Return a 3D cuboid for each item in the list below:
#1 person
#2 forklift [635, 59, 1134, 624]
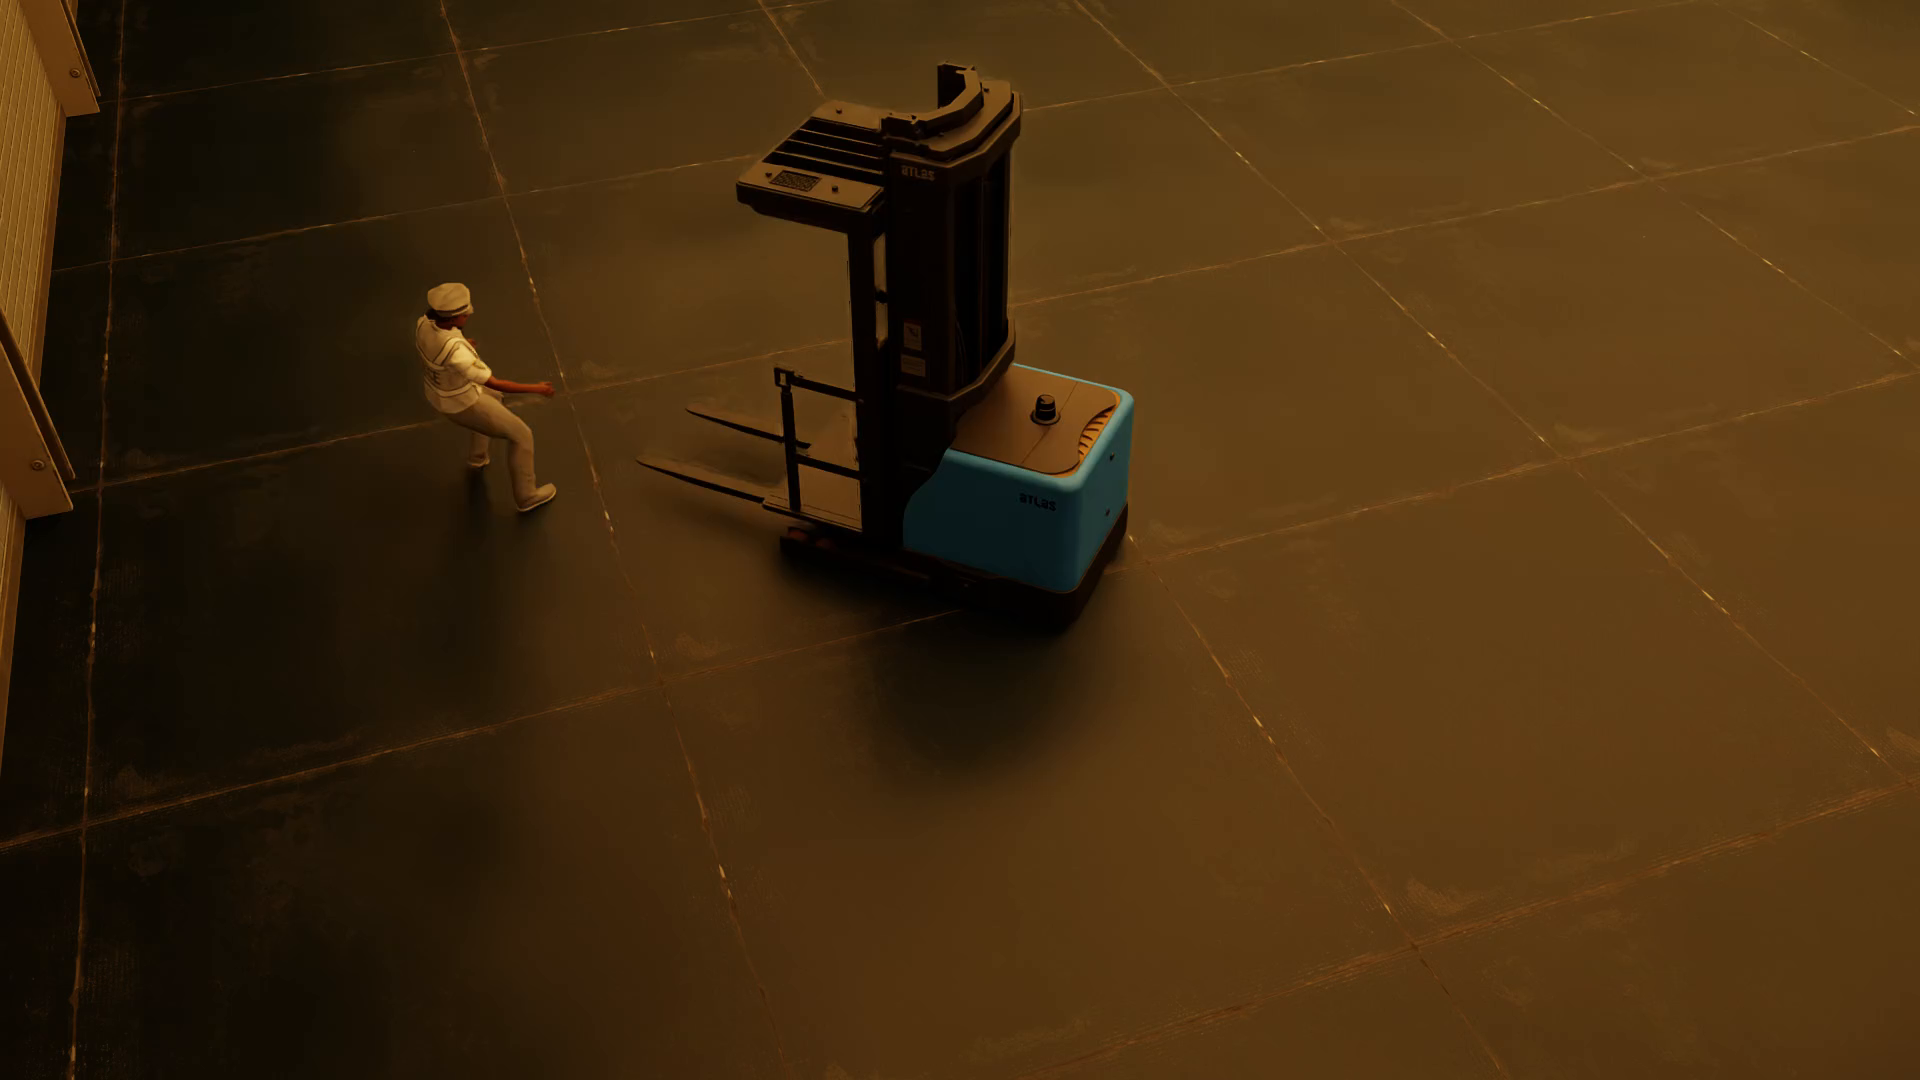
[{"bbox_3d":[-2.944,-0.951,10.235,0.631,1.499,0.779,-28,47,-29],"label":"person"},{"bbox_3d":[-0.541,-1.261,9.499,3.031,2.935,1.130,16,43,18],"label":"forklift"}]
